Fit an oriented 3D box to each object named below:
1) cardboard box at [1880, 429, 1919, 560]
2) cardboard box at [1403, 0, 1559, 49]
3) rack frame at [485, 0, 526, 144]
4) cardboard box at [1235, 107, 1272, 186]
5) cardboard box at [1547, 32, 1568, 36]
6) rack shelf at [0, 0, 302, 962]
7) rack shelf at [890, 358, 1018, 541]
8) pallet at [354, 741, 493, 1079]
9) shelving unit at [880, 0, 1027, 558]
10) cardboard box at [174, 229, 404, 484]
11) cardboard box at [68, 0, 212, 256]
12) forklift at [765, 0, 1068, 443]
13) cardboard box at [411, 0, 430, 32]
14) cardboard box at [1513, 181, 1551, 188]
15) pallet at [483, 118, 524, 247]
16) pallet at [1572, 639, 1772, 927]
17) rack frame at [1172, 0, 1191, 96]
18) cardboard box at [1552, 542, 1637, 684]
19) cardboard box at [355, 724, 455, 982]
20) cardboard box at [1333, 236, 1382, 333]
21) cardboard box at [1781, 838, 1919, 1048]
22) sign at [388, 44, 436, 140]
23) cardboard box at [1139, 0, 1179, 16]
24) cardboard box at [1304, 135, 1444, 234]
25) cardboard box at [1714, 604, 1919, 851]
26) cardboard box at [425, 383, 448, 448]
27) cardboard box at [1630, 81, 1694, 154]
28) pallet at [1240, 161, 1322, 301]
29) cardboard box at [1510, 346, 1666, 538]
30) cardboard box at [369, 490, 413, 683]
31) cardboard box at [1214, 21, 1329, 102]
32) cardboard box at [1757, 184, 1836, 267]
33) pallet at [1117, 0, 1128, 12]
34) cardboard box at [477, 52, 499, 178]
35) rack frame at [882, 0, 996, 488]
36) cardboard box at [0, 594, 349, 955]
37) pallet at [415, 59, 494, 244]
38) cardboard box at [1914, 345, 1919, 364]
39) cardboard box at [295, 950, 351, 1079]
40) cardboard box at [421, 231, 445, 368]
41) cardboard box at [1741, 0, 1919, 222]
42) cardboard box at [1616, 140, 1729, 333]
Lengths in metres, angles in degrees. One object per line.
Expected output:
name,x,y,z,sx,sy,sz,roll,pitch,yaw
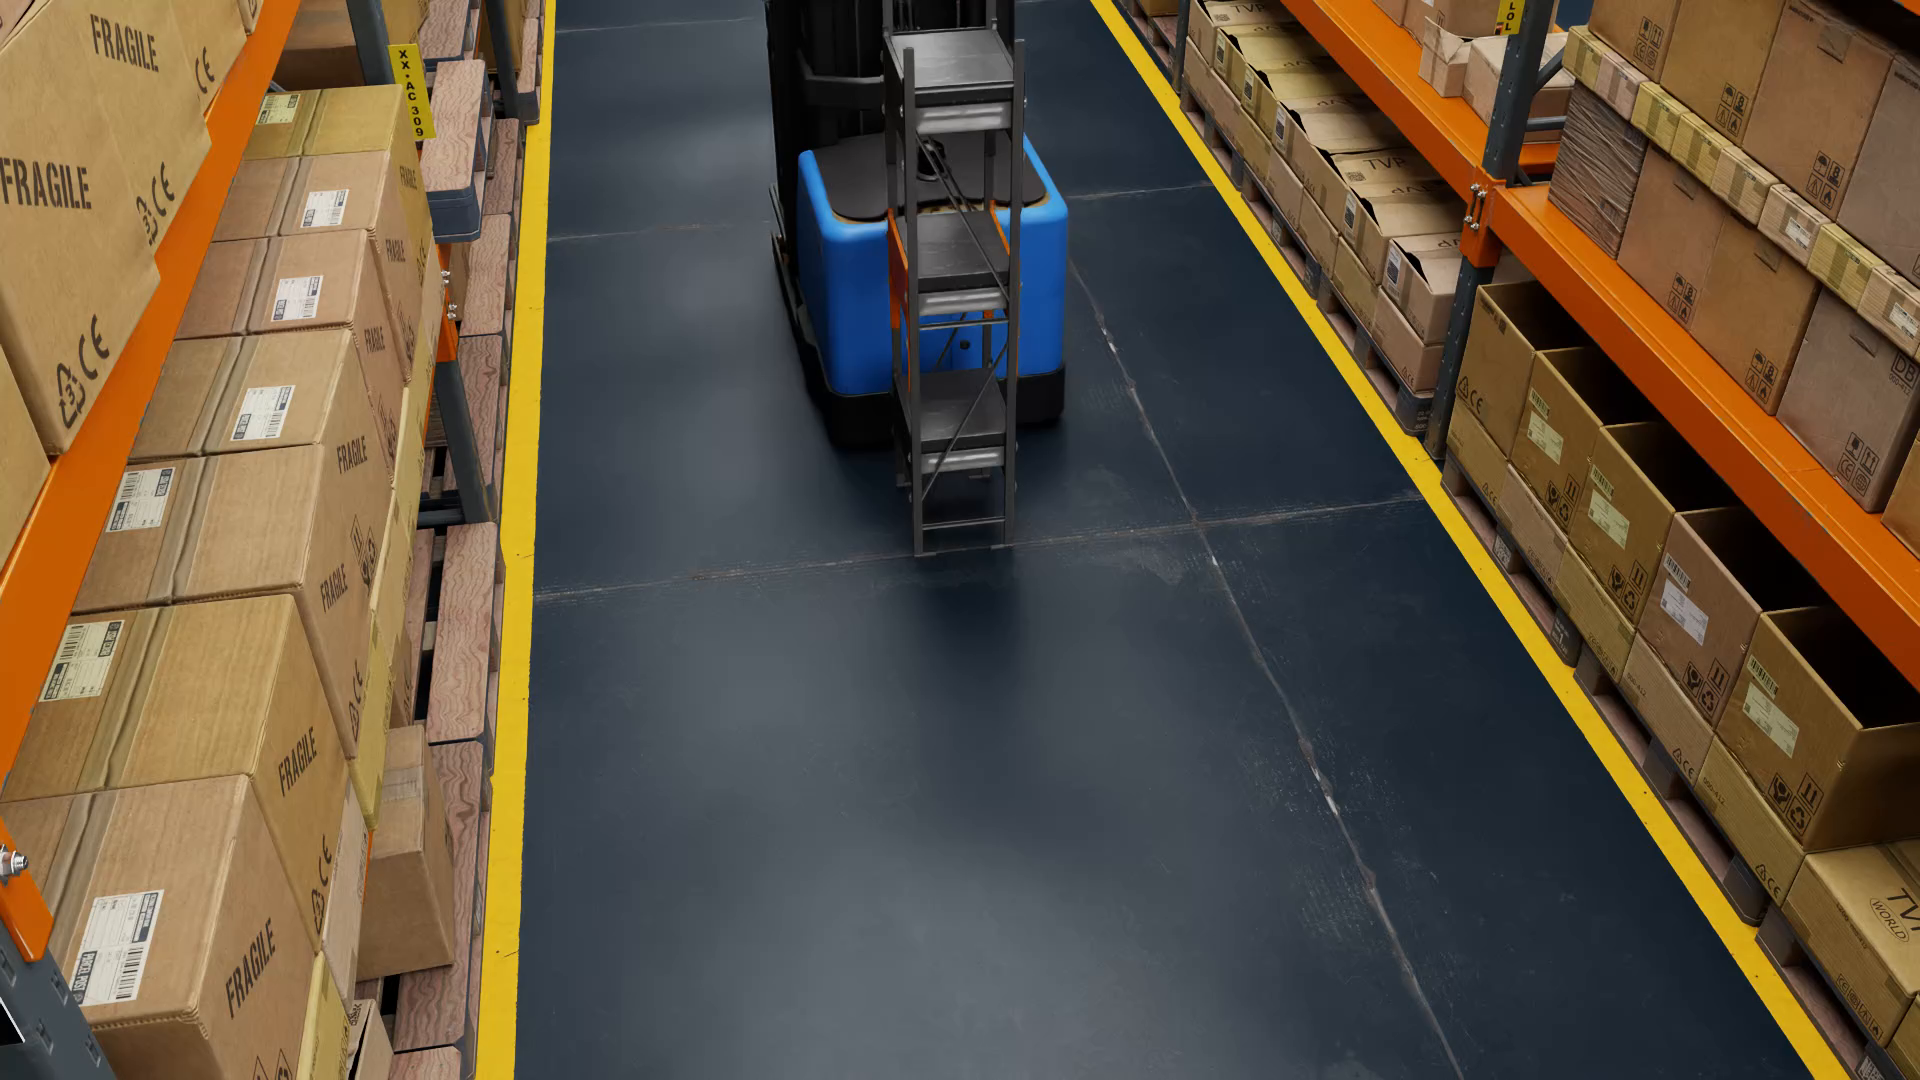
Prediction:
cardboard box,2.981,-0.135,4.397,0.700,0.500,0.500,-6,38,-8
cardboard box,2.316,-2.434,7.357,0.500,0.500,0.500,-4,38,-5
rack frame,-3.050,-3.492,8.800,1.000,3.000,0.127,-6,38,-8
cardboard box,1.815,-2.142,8.961,0.500,0.250,0.500,-7,38,-9
cardboard box,2.573,-2.069,7.173,0.380,0.149,0.250,-6,38,-8
rack shelf,-1.998,-0.768,3.435,1.077,0.370,4.000,-6,38,-8
rack shelf,-0.029,-0.366,6.672,0.431,0.518,0.480,-6,38,-8
pallet,-1.979,1.166,5.078,1.003,0.211,1.213,-6,38,-8
shelving unit,-0.029,-0.929,6.235,0.431,2.100,0.503,-6,38,-8
cardboard box,-1.791,-0.462,4.395,0.500,0.500,0.500,-7,38,-9
cardboard box,-1.614,-0.762,2.743,0.500,0.500,0.500,-5,38,-6
forklift,-0.349,-2.480,7.553,1.130,2.935,3.031,-7,38,-9
cardboard box,-2.642,-2.333,6.868,0.700,0.500,0.500,-1,38,-2
cardboard box,2.617,-1.492,7.667,0.500,0.311,0.500,-7,38,-8
pallet,-2.915,-1.919,9.047,1.003,0.211,1.213,-6,38,-8
pallet,2.843,0.713,5.659,1.003,0.211,1.213,-6,38,-8
rack frame,1.826,-4.027,9.488,1.000,3.000,0.127,-6,38,-8
cardboard box,2.475,0.227,5.912,0.500,0.250,0.500,-6,38,-8
cardboard box,-1.860,0.933,4.783,0.700,0.500,0.500,-9,39,-11
cardboard box,2.082,-1.216,7.769,0.500,0.250,0.500,-7,38,-9
cardboard box,2.744,1.132,4.747,0.500,0.250,0.500,-6,38,-8
sign,-1.816,-1.481,5.505,0.100,0.325,0.005,-6,38,-8
cardboard box,1.431,-3.753,10.815,0.500,0.500,0.500,-5,38,-6
cardboard box,1.991,-1.741,7.988,0.500,0.311,0.500,-6,38,-8
cardboard box,2.652,0.535,4.905,0.500,0.500,0.500,-6,38,-8
cardboard box,-2.494,-0.705,6.892,0.700,0.500,0.500,-5,38,-6
cardboard box,2.475,-1.416,5.518,0.380,0.149,0.250,-7,38,-9
pallet,2.142,-1.689,8.752,1.003,0.211,1.213,-6,38,-8
cardboard box,2.396,-0.372,6.072,0.500,0.500,0.500,-6,38,-8
cardboard box,-1.696,0.137,4.235,0.500,0.250,0.500,-6,38,-8
cardboard box,1.729,-2.664,9.176,0.500,0.311,0.500,-7,38,-9
cardboard box,2.614,-0.945,4.912,0.380,0.149,0.250,-7,38,-9
pallet,1.522,-4.116,11.876,1.003,0.211,1.213,-6,38,-8
cardboard box,-2.873,-2.249,8.879,0.700,0.500,0.500,-6,38,-7
rack frame,-0.072,-1.077,6.424,0.400,2.100,0.015,-6,38,-8
cardboard box,-1.512,0.475,3.188,0.500,0.500,0.500,-6,38,-8
pallet,-2.340,-1.477,6.363,1.003,0.211,1.213,-6,38,-8
cardboard box,2.746,-0.483,4.316,0.380,0.149,0.250,-5,38,-7
cardboard box,-1.421,1.063,3.043,0.500,0.250,0.500,-7,38,-9
cardboard box,-1.968,-0.771,5.403,0.500,0.250,0.500,-6,38,-8
cardboard box,2.788,-1.288,4.824,0.700,0.500,0.500,-6,38,-8
cardboard box,2.710,-1.065,5.595,0.700,0.500,0.500,-7,38,-8
